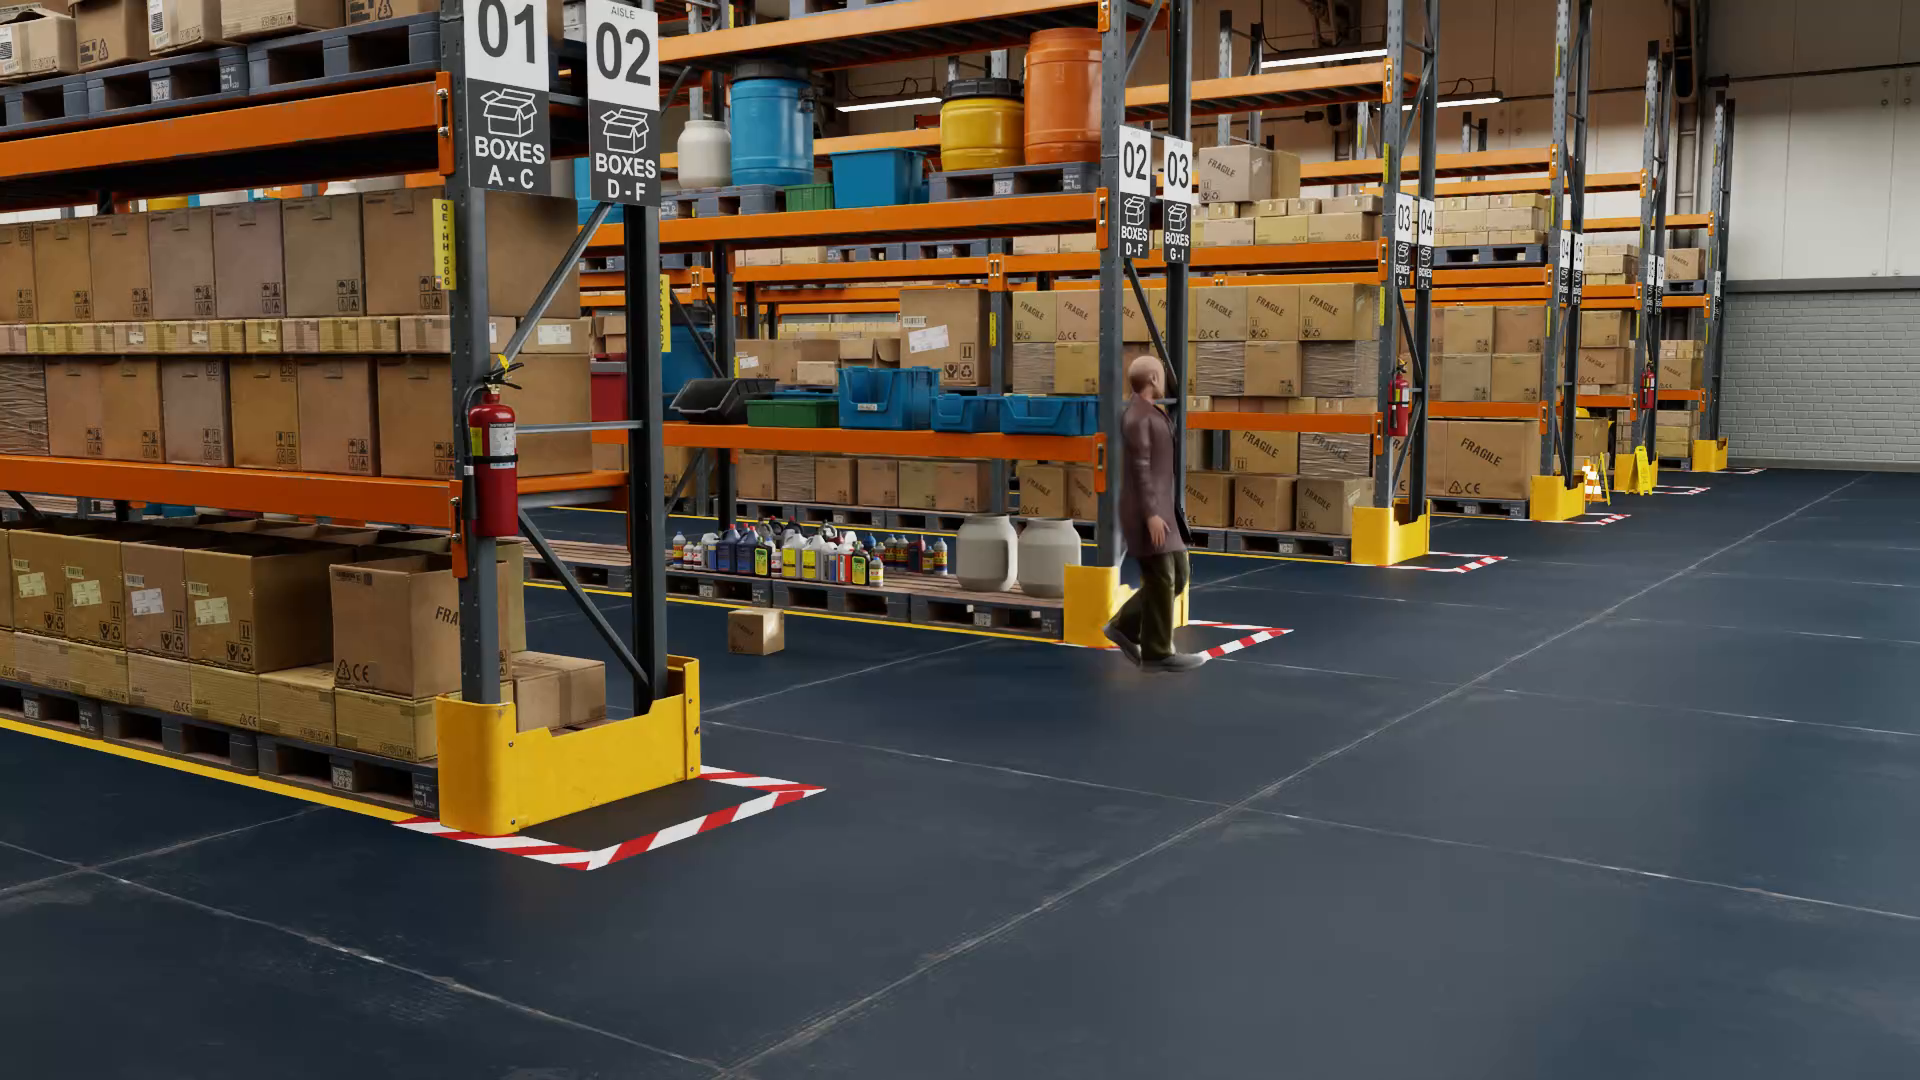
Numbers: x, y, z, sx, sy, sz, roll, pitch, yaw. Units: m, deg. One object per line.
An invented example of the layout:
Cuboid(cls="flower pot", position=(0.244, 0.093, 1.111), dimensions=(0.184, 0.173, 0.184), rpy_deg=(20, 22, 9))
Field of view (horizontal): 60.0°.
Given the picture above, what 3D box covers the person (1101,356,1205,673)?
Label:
Cuboid(cls="person", position=(1.091, -0.134, 9.349), dimensions=(0.625, 1.792, 0.599), rpy_deg=(2, 6, 17))
